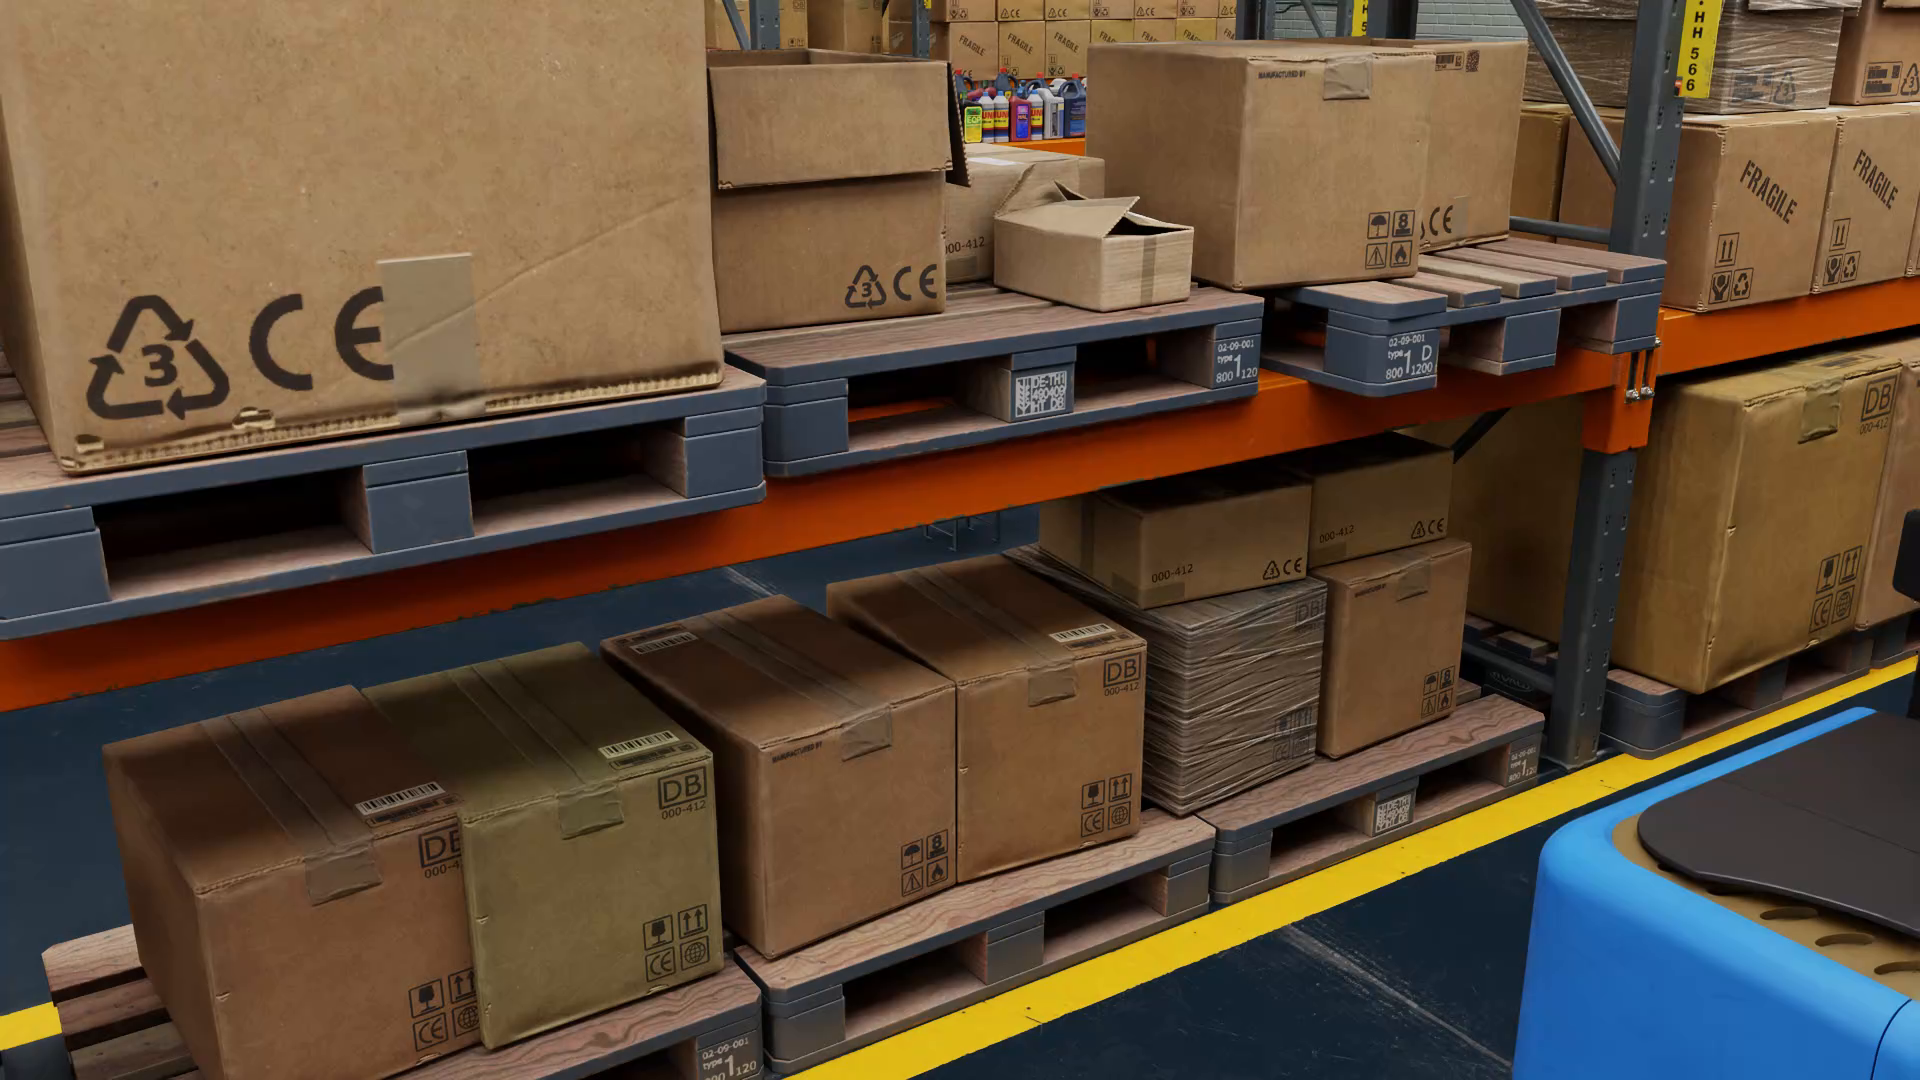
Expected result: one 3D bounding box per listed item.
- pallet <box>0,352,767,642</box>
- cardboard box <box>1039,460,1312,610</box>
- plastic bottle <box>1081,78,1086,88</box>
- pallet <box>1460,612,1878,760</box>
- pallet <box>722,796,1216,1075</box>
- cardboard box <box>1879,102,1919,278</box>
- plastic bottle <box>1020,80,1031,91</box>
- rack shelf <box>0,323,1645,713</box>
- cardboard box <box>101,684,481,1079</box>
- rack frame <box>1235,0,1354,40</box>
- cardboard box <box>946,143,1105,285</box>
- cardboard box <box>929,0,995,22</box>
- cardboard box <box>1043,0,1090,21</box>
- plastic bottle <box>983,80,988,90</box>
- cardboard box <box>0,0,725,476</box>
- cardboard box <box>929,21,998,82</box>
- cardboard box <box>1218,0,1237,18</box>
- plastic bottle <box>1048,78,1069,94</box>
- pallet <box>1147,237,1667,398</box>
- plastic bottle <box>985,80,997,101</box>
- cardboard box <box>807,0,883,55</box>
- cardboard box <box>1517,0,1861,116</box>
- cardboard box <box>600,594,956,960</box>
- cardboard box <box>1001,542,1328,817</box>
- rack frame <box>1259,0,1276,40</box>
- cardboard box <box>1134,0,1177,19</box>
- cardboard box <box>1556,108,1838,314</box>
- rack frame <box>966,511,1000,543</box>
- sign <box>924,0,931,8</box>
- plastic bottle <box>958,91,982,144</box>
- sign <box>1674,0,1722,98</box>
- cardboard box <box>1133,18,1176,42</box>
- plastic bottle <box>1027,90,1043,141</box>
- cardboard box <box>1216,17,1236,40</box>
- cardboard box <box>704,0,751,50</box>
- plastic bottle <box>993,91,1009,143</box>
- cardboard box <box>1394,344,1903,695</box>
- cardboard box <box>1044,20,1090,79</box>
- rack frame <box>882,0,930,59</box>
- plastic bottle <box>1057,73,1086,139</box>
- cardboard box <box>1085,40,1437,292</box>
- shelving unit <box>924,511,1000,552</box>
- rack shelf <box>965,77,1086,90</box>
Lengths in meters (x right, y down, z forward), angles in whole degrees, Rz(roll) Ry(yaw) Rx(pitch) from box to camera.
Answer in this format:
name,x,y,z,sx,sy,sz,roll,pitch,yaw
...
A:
name,x,y,z,sx,sy,sz,roll,pitch,yaw
pallet,-1.101,-0.196,2.941,1.213,0.211,1.003,-12,22,-31
cardboard box,0.541,-0.053,4.264,0.500,0.250,0.500,-9,21,-25
plastic bottle,0.769,-2.724,10.312,0.135,0.276,0.152,-12,22,-31
pallet,2.222,0.306,5.509,1.213,0.211,1.003,-12,22,-31
pallet,-0.150,0.776,4.120,1.213,0.211,1.003,-12,22,-31
cardboard box,2.933,-1.139,5.274,0.500,0.500,0.500,-12,22,-32
plastic bottle,0.382,-2.651,10.102,0.097,0.271,0.097,0,19,0
rack shelf,-0.148,-0.203,3.785,4.000,0.370,1.077,-12,22,-31
cardboard box,-1.294,0.682,3.260,0.500,0.500,0.700,-14,23,-36
rack frame,2.139,-2.925,10.714,0.127,3.000,1.000,-12,22,-31
cardboard box,-0.004,-0.790,3.977,0.500,0.250,0.500,-13,22,-33
cardboard box,-0.034,-4.780,14.482,0.500,0.500,0.500,-11,22,-30
cardboard box,0.826,-4.961,15.019,0.500,0.500,0.500,-13,22,-33
plastic bottle,0.121,-2.608,9.959,0.133,0.283,0.061,-12,22,-31
cardboard box,-1.078,-0.777,2.767,1.000,1.000,1.000,-12,22,-31
cardboard box,-0.007,-4.315,14.669,0.500,0.500,0.500,-11,22,-30
cardboard box,2.538,-5.325,16.094,0.500,0.500,0.500,-12,22,-32
plastic bottle,0.575,-2.683,10.191,0.135,0.276,0.152,-12,22,-31
pallet,0.985,-0.651,4.287,1.003,0.211,1.213,-12,22,-31
plastic bottle,0.155,-2.592,9.910,0.133,0.283,0.061,-12,22,-31
cardboard box,-1.101,-4.474,14.482,0.700,0.500,0.500,14,23,35
cardboard box,2.141,-1.543,4.903,0.637,0.503,0.797,-11,22,-30
cardboard box,-0.418,0.504,3.786,0.500,0.500,0.700,-14,23,-36
cardboard box,0.517,0.304,4.377,0.500,0.500,0.700,-14,23,-36
rack frame,2.758,-4.956,16.719,0.127,3.000,1.000,-12,22,-31
cardboard box,1.686,-5.143,15.556,0.500,0.500,0.500,-11,22,-30
cardboard box,2.077,-0.956,4.734,0.500,0.500,0.500,-11,22,-30
rack frame,0.092,-0.446,6.658,0.006,0.900,0.240,-12,22,-31
sign,-0.274,-4.652,14.013,0.005,0.325,0.100,-12,22,-31
plastic bottle,0.053,-2.289,9.014,0.133,0.283,0.061,-12,22,-31
sign,1.828,-1.264,4.114,0.005,0.325,0.100,-12,22,-31
cardboard box,1.683,-4.672,15.726,0.500,0.500,0.500,-12,22,-31
plastic bottle,0.413,-2.366,9.261,0.097,0.271,0.097,0,19,0
cardboard box,2.534,-4.851,16.255,0.500,0.500,0.500,-11,22,-30
cardboard box,-2.024,-4.170,13.583,0.700,0.500,0.500,16,24,39
plastic bottle,0.221,-2.326,9.141,0.097,0.271,0.097,0,19,0
cardboard box,2.110,-0.204,5.328,0.875,0.875,1.225,-13,23,-34
cardboard box,0.838,-4.494,15.197,0.500,0.500,0.500,-12,22,-32
rack frame,-0.583,-4.251,14.635,0.127,3.000,1.000,-12,22,-31
plastic bottle,0.631,-2.459,9.411,0.185,0.351,0.144,-12,22,-31
cardboard box,0.682,-0.911,3.945,0.500,0.500,0.700,-8,20,-23
shelving unit,0.007,-0.428,6.605,0.210,0.900,0.258,-12,22,-31
rack shelf,1.088,-4.262,15.793,4.000,0.370,1.077,-12,22,-31
